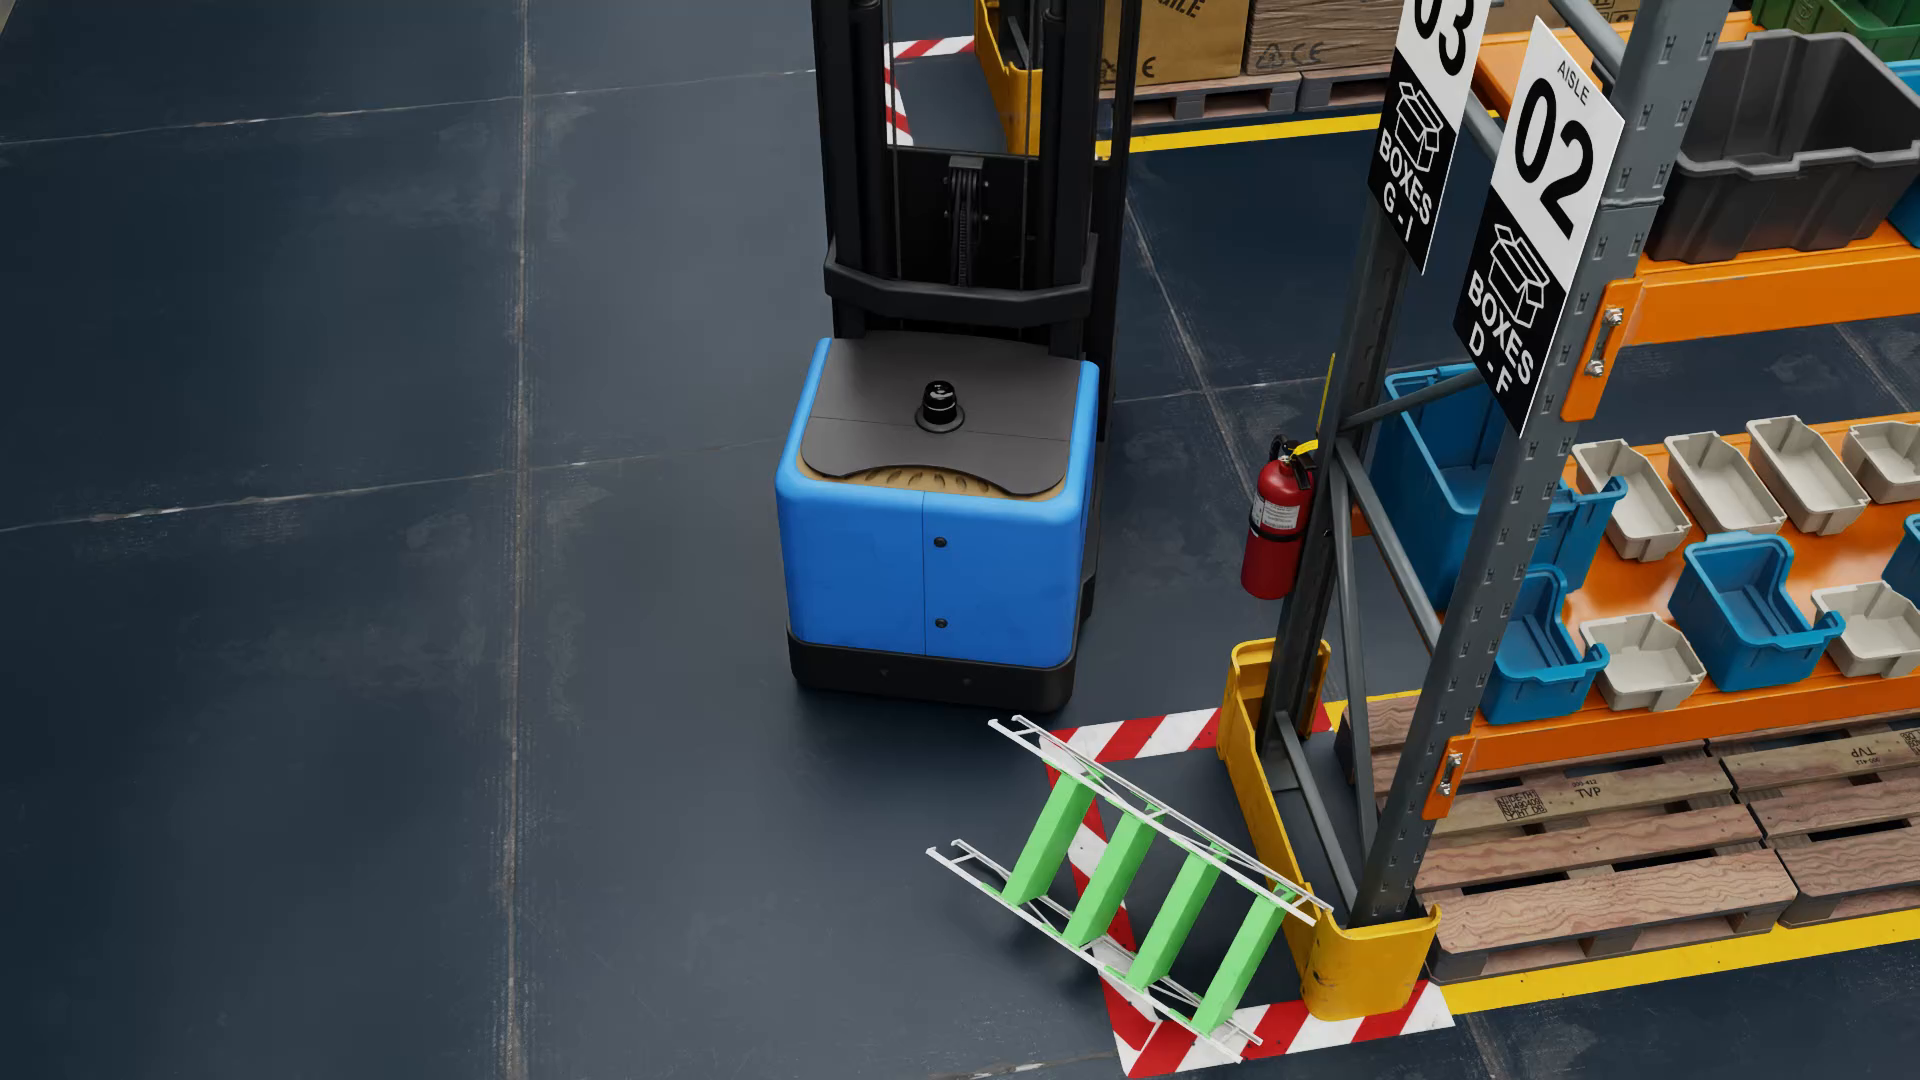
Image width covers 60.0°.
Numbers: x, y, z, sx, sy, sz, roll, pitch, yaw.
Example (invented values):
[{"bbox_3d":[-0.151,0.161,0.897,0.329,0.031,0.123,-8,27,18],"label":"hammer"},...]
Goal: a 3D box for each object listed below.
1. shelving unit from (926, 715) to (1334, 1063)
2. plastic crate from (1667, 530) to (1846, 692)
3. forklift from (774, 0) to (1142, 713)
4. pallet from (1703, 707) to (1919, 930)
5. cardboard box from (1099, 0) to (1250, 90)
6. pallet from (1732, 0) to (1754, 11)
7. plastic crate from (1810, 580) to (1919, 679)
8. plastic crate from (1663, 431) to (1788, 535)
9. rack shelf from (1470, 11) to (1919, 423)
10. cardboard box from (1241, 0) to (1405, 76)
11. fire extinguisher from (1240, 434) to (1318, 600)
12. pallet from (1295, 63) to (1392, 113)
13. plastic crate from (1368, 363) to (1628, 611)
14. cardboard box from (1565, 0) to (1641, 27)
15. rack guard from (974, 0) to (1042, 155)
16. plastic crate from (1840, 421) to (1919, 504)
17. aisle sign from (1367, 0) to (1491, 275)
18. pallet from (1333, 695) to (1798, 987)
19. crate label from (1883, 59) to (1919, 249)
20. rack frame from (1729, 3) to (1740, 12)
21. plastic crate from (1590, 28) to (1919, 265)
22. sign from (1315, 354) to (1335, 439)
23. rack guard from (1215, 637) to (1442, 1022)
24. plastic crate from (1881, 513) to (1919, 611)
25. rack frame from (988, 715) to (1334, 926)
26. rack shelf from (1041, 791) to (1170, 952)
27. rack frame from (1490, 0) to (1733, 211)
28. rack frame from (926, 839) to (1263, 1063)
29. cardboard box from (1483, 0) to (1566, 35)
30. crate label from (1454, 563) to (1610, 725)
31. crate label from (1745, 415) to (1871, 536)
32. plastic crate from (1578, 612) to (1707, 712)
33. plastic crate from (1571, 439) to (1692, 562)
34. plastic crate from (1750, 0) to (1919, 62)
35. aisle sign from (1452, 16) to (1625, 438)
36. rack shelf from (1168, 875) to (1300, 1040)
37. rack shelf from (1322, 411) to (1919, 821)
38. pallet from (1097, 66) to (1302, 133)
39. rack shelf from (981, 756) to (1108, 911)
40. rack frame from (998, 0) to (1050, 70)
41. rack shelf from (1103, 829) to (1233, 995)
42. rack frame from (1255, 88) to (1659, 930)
[{"bbox_3d":[0.521,1.084,5.312,1.200,0.503,0.258,30,12,24],"label":"shelving unit"},{"bbox_3d":[2.155,0.207,4.543,0.300,0.233,0.416,-7,46,-7],"label":"plastic crate"},{"bbox_3d":[0.087,-1.462,6.123,1.130,2.935,3.031,6,46,6],"label":"forklift"},{"bbox_3d":[3.226,0.793,5.839,1.213,0.211,1.003,-7,46,-7],"label":"pallet"},{"bbox_3d":[0.980,-3.011,8.752,0.875,0.875,0.875,-7,46,-7],"label":"cardboard box"},{"bbox_3d":[5.051,-3.140,9.628,1.213,0.211,1.003,-7,46,-7],"label":"pallet"},{"bbox_3d":[2.505,0.257,4.561,0.298,0.136,0.250,-7,46,-7],"label":"plastic crate"},{"bbox_3d":[2.268,-0.136,4.940,0.243,0.136,0.396,-7,46,-7],"label":"plastic crate"},{"bbox_3d":[3.178,-0.990,4.037,4.000,0.370,1.077,-7,46,-7],"label":"rack shelf"},{"bbox_3d":[1.876,-3.123,8.860,0.875,0.875,0.875,-7,46,-7],"label":"cardboard box"},{"bbox_3d":[0.981,-0.101,5.077,0.183,0.674,0.296,-7,46,-7],"label":"fire extinguisher"},{"bbox_3d":[2.337,-2.801,9.302,1.213,0.211,1.003,-7,46,-7],"label":"pallet"},{"bbox_3d":[1.505,-0.160,4.755,0.499,0.435,0.616,-7,46,-7],"label":"plastic crate"},{"bbox_3d":[3.640,-3.343,9.072,0.875,0.875,0.875,-7,46,-7],"label":"cardboard box"},{"bbox_3d":[0.339,-2.597,8.905,0.348,0.500,1.175,-7,46,-7],"label":"rack guard"},{"bbox_3d":[2.827,-0.237,5.037,0.250,0.136,0.298,-7,46,-7],"label":"plastic crate"},{"bbox_3d":[1.086,-1.054,3.877,0.004,0.787,0.394,-7,46,-7],"label":"aisle sign"},{"bbox_3d":[2.026,0.941,5.697,1.213,0.211,1.003,-7,46,-7],"label":"pallet"},{"bbox_3d":[2.171,-0.826,3.483,0.502,0.251,0.408,-7,46,-7],"label":"crate label"},{"bbox_3d":[4.304,-3.959,8.481,0.127,3.000,1.000,-7,46,-7],"label":"rack frame"},{"bbox_3d":[1.634,-0.798,3.444,0.590,0.269,0.497,-7,46,-7],"label":"plastic crate"},{"bbox_3d":[1.097,-0.398,4.937,0.005,0.325,0.100,-7,46,-7],"label":"sign"},{"bbox_3d":[1.186,0.926,5.510,0.348,0.500,1.175,-7,46,-7],"label":"rack guard"},{"bbox_3d":[2.804,0.126,4.620,0.300,0.233,0.416,-7,46,-7],"label":"plastic crate"},{"bbox_3d":[0.623,0.867,5.267,1.200,0.015,0.240,30,12,24],"label":"rack frame"},{"bbox_3d":[0.470,1.055,5.337,0.148,0.480,0.258,30,12,24],"label":"rack shelf"},{"bbox_3d":[1.207,-2.035,2.461,0.127,3.000,1.000,-7,46,-7],"label":"rack frame"},{"bbox_3d":[0.419,1.302,5.356,1.200,0.015,0.240,30,12,24],"label":"rack frame"},{"bbox_3d":[2.753,-3.233,8.965,0.875,0.875,0.875,-7,46,-7],"label":"cardboard box"},{"bbox_3d":[1.507,0.287,4.465,0.303,0.233,0.416,-7,46,-7],"label":"crate label"},{"bbox_3d":[2.538,-0.188,4.990,0.243,0.136,0.396,-7,46,-7],"label":"crate label"},{"bbox_3d":[1.837,0.340,4.481,0.298,0.136,0.250,-7,46,-7],"label":"plastic crate"},{"bbox_3d":[1.980,-0.111,4.915,0.243,0.136,0.396,-7,46,-7],"label":"plastic crate"},{"bbox_3d":[2.130,-1.244,3.930,0.336,0.188,0.450,-7,46,-7],"label":"plastic crate"},{"bbox_3d":[1.187,-0.635,3.474,0.004,0.787,0.394,-7,46,-7],"label":"aisle sign"},{"bbox_3d":[0.852,1.273,5.144,0.148,0.480,0.258,30,12,24],"label":"rack shelf"},{"bbox_3d":[3.178,0.051,5.118,4.000,0.370,1.077,-7,46,-7],"label":"rack shelf"},{"bbox_3d":[1.137,-2.654,9.160,1.213,0.211,1.003,-7,46,-7],"label":"pallet"},{"bbox_3d":[0.280,0.946,5.434,0.148,0.480,0.258,30,12,24],"label":"rack shelf"},{"bbox_3d":[0.363,-3.468,8.008,0.127,3.000,1.000,-7,46,-7],"label":"rack frame"},{"bbox_3d":[0.661,1.164,5.241,0.148,0.480,0.258,30,12,24],"label":"rack shelf"},{"bbox_3d":[1.207,0.047,4.622,0.127,3.000,1.000,-7,46,-7],"label":"rack frame"}]
